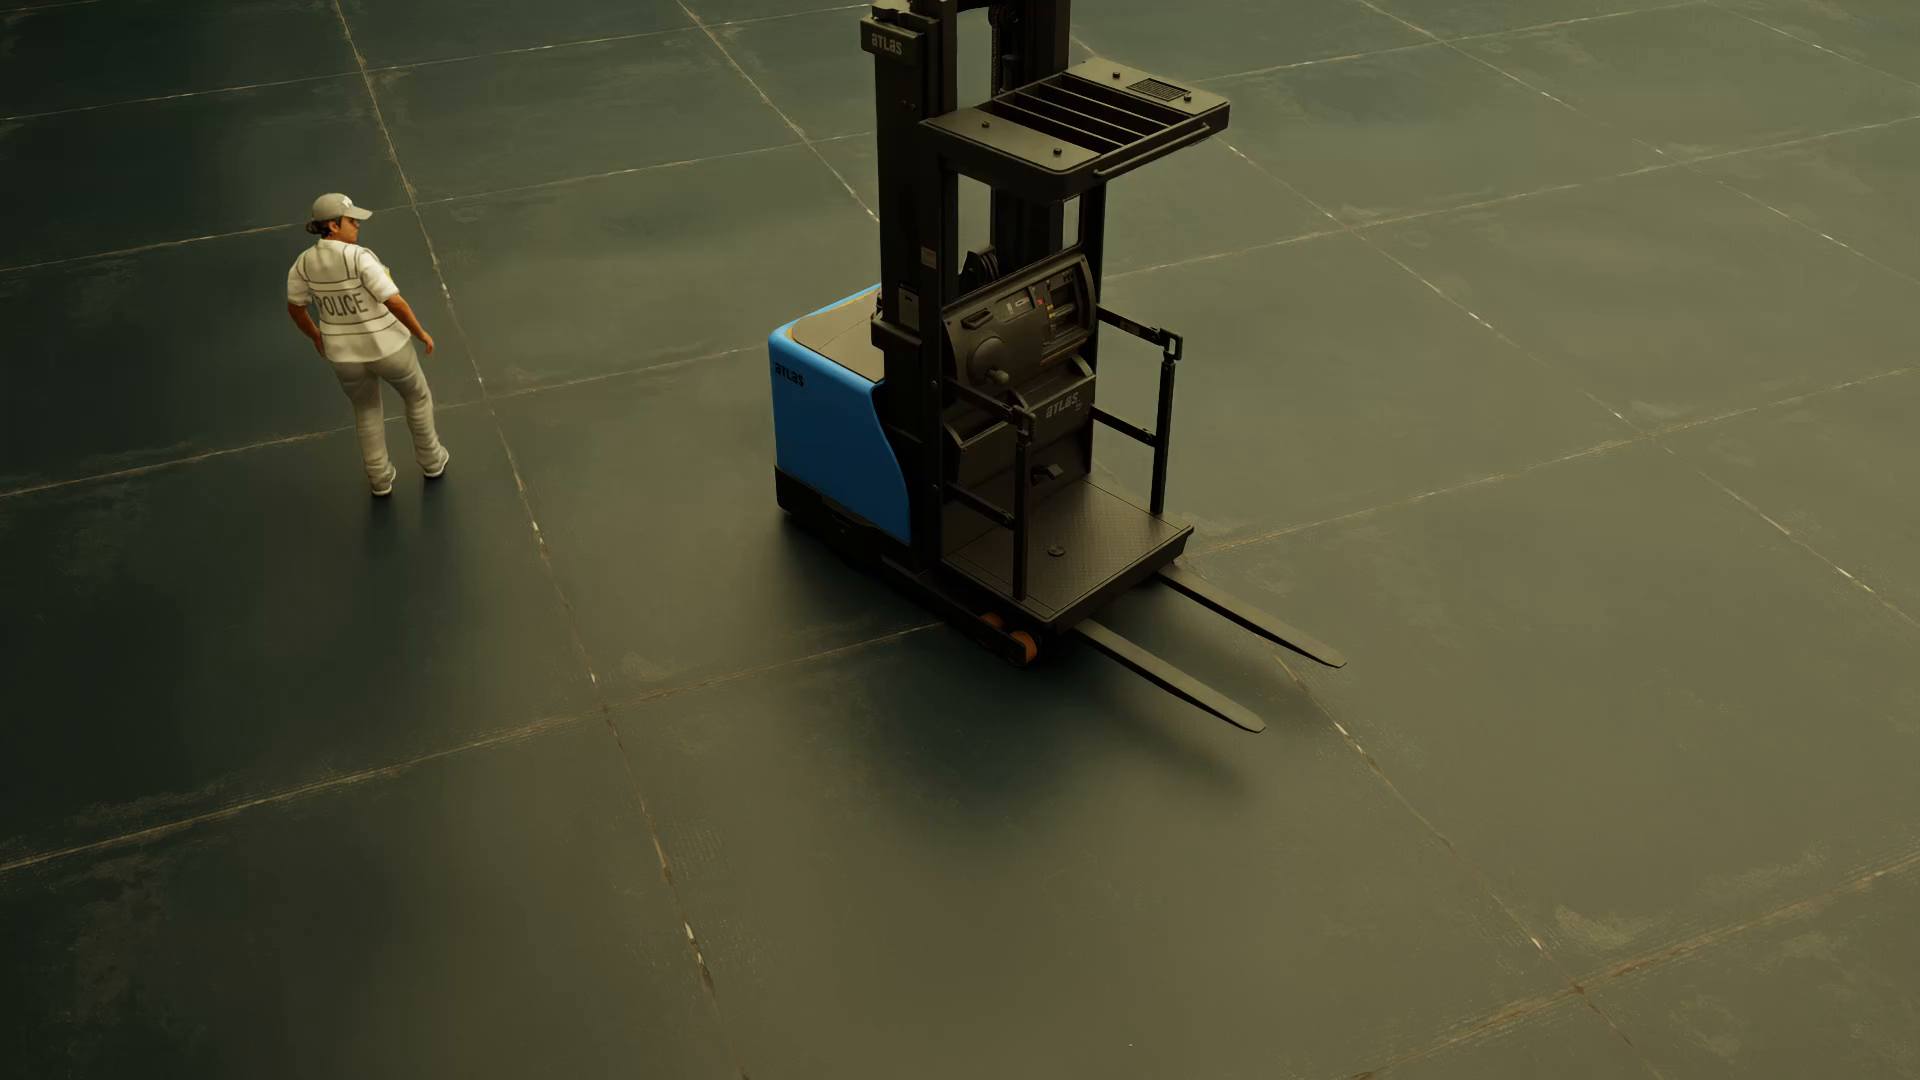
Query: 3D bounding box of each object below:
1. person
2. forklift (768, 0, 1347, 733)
[{"bbox_3d":[-3.072,-1.024,8.650,0.685,1.648,0.508,1,35,1],"label":"person"},{"bbox_3d":[0.432,-0.946,7.429,3.031,2.935,1.130,30,45,35],"label":"forklift"}]
